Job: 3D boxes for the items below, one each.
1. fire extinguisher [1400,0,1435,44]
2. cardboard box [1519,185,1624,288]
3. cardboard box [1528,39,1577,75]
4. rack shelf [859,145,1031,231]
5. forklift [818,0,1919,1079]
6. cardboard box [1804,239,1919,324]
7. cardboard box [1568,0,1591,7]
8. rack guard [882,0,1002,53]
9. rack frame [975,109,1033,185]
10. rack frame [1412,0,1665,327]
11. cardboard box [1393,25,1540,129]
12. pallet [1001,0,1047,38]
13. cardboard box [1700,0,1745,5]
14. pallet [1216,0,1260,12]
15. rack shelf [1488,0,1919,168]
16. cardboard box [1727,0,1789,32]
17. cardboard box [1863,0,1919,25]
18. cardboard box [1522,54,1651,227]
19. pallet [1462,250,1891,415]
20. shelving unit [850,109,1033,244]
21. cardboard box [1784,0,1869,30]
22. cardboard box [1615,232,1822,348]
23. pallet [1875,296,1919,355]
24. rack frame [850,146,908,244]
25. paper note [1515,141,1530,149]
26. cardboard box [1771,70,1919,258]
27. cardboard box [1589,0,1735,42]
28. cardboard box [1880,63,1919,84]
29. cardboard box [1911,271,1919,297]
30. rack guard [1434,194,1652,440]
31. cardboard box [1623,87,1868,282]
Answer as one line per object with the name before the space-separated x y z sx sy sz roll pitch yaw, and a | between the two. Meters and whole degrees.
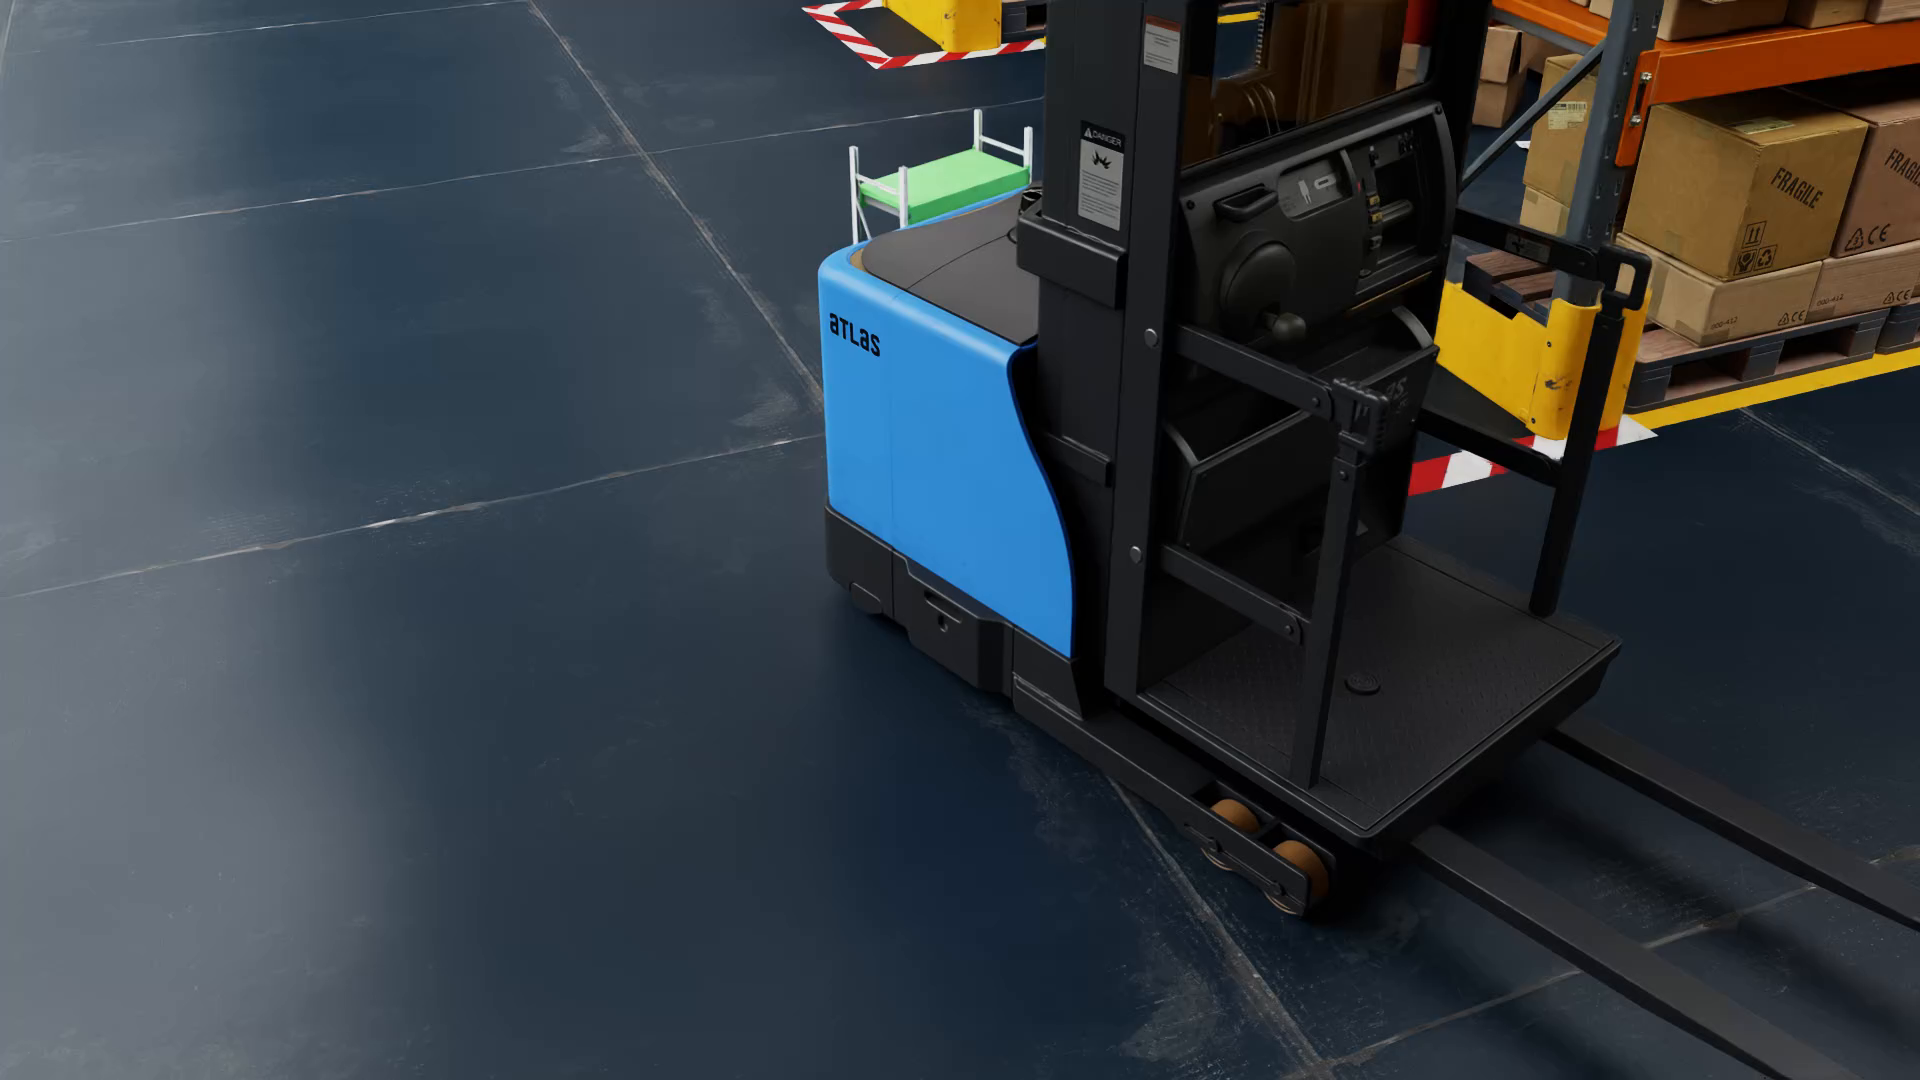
fire extinguisher | 1.622 -2.082 5.771 0.183 0.674 0.296 -13 35 -19
cardboard box | 2.569 -1.242 6.544 0.500 0.250 0.500 -13 35 -19
cardboard box | 3.404 -2.763 8.911 0.503 0.637 0.797 -13 35 -19
rack shelf | -0.050 -1.020 4.953 0.480 0.148 0.258 -26 41 -34
forklift | 0.962 -0.670 3.592 1.130 2.935 3.031 -26 41 -34
cardboard box | 3.230 -1.066 6.274 0.500 0.250 0.500 -12 35 -17
cardboard box | 2.168 -1.988 5.786 0.250 0.149 0.380 -12 35 -17
rack guard | -0.126 -3.322 9.898 0.348 0.500 1.175 -13 35 -19
rack frame | 0.132 -0.760 5.316 0.015 1.200 0.240 -26 41 -34
rack frame | 1.906 -1.907 5.431 0.127 3.000 1.000 -13 35 -19
cardboard box | 2.545 -2.505 8.638 0.797 0.503 0.637 16 36 23
pallet | 0.603 -3.414 10.304 1.213 0.211 1.003 -13 35 -19
cardboard box | 2.450 -2.034 5.262 0.500 0.500 0.500 -13 35 -20
pallet | 1.727 -3.670 10.697 1.213 0.211 1.003 -13 35 -19
rack shelf | 3.750 -2.028 6.276 4.000 0.370 1.077 -13 35 -19
cardboard box | 2.527 -1.830 5.543 0.250 0.149 0.380 -12 35 -18
cardboard box | 3.054 -1.876 5.613 0.250 0.149 0.380 -12 35 -18
cardboard box | 2.544 -1.545 6.323 0.500 0.500 0.500 -13 35 -19
pallet | 2.739 -0.908 6.452 1.213 0.211 1.003 -13 35 -19
shelving unit | -0.049 -0.670 5.178 0.503 1.200 0.258 -26 41 -34
cardboard box | 2.803 -1.845 5.566 0.250 0.149 0.380 -14 36 -20
cardboard box | 2.757 -0.962 6.114 0.500 0.250 0.500 -13 35 -19
pallet | 3.862 -1.164 6.845 1.213 0.211 1.003 -13 35 -19
rack frame | -0.230 -0.581 5.041 0.015 1.200 0.240 -26 41 -34
paper note | 2.848 -1.962 8.249 0.142 0.019 0.148 -2 33 -2
cardboard box | 3.259 -1.394 6.091 0.500 0.500 0.500 -14 36 -21
cardboard box | 2.299 -1.770 5.450 0.250 0.149 0.380 -13 35 -19
cardboard box | 3.725 -1.496 6.247 0.500 0.500 0.500 -12 35 -18
cardboard box | 3.729 -1.188 6.461 0.500 0.250 0.500 -11 35 -16
rack guard | 1.976 -0.876 6.137 0.348 0.500 1.175 -13 35 -19
cardboard box | 2.778 -1.282 5.918 0.500 0.500 0.500 -14 36 -21
